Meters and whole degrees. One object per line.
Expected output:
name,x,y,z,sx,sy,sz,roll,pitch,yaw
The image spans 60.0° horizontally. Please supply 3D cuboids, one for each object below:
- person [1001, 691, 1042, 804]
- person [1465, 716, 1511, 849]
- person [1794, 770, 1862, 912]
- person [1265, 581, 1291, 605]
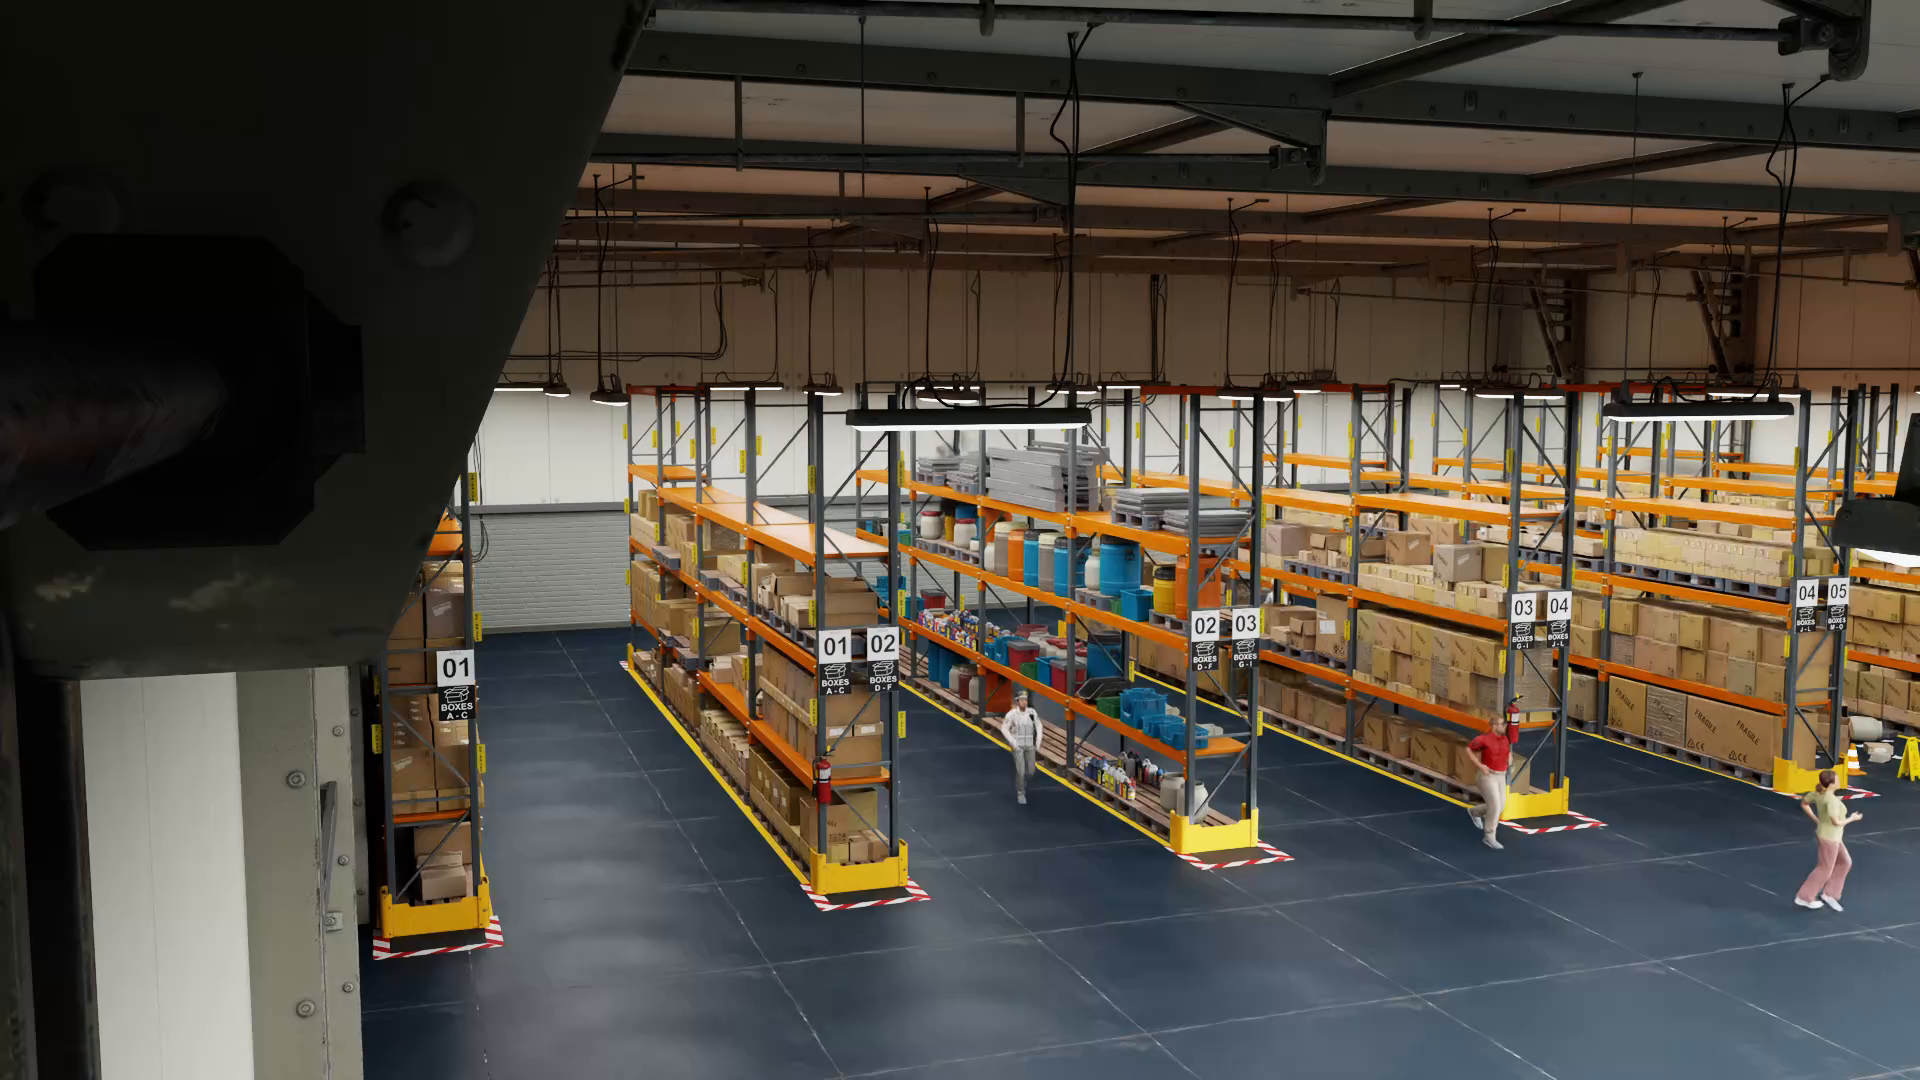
person,0.913,3.001,24.364,0.652,1.654,0.532,-2,6,-18
person,7.168,3.213,22.363,0.691,1.705,0.844,-4,7,-31
person,10.092,3.508,19.334,0.670,1.705,0.558,1,6,12
person,7.006,1.712,36.496,0.687,1.734,0.636,-2,6,-15
